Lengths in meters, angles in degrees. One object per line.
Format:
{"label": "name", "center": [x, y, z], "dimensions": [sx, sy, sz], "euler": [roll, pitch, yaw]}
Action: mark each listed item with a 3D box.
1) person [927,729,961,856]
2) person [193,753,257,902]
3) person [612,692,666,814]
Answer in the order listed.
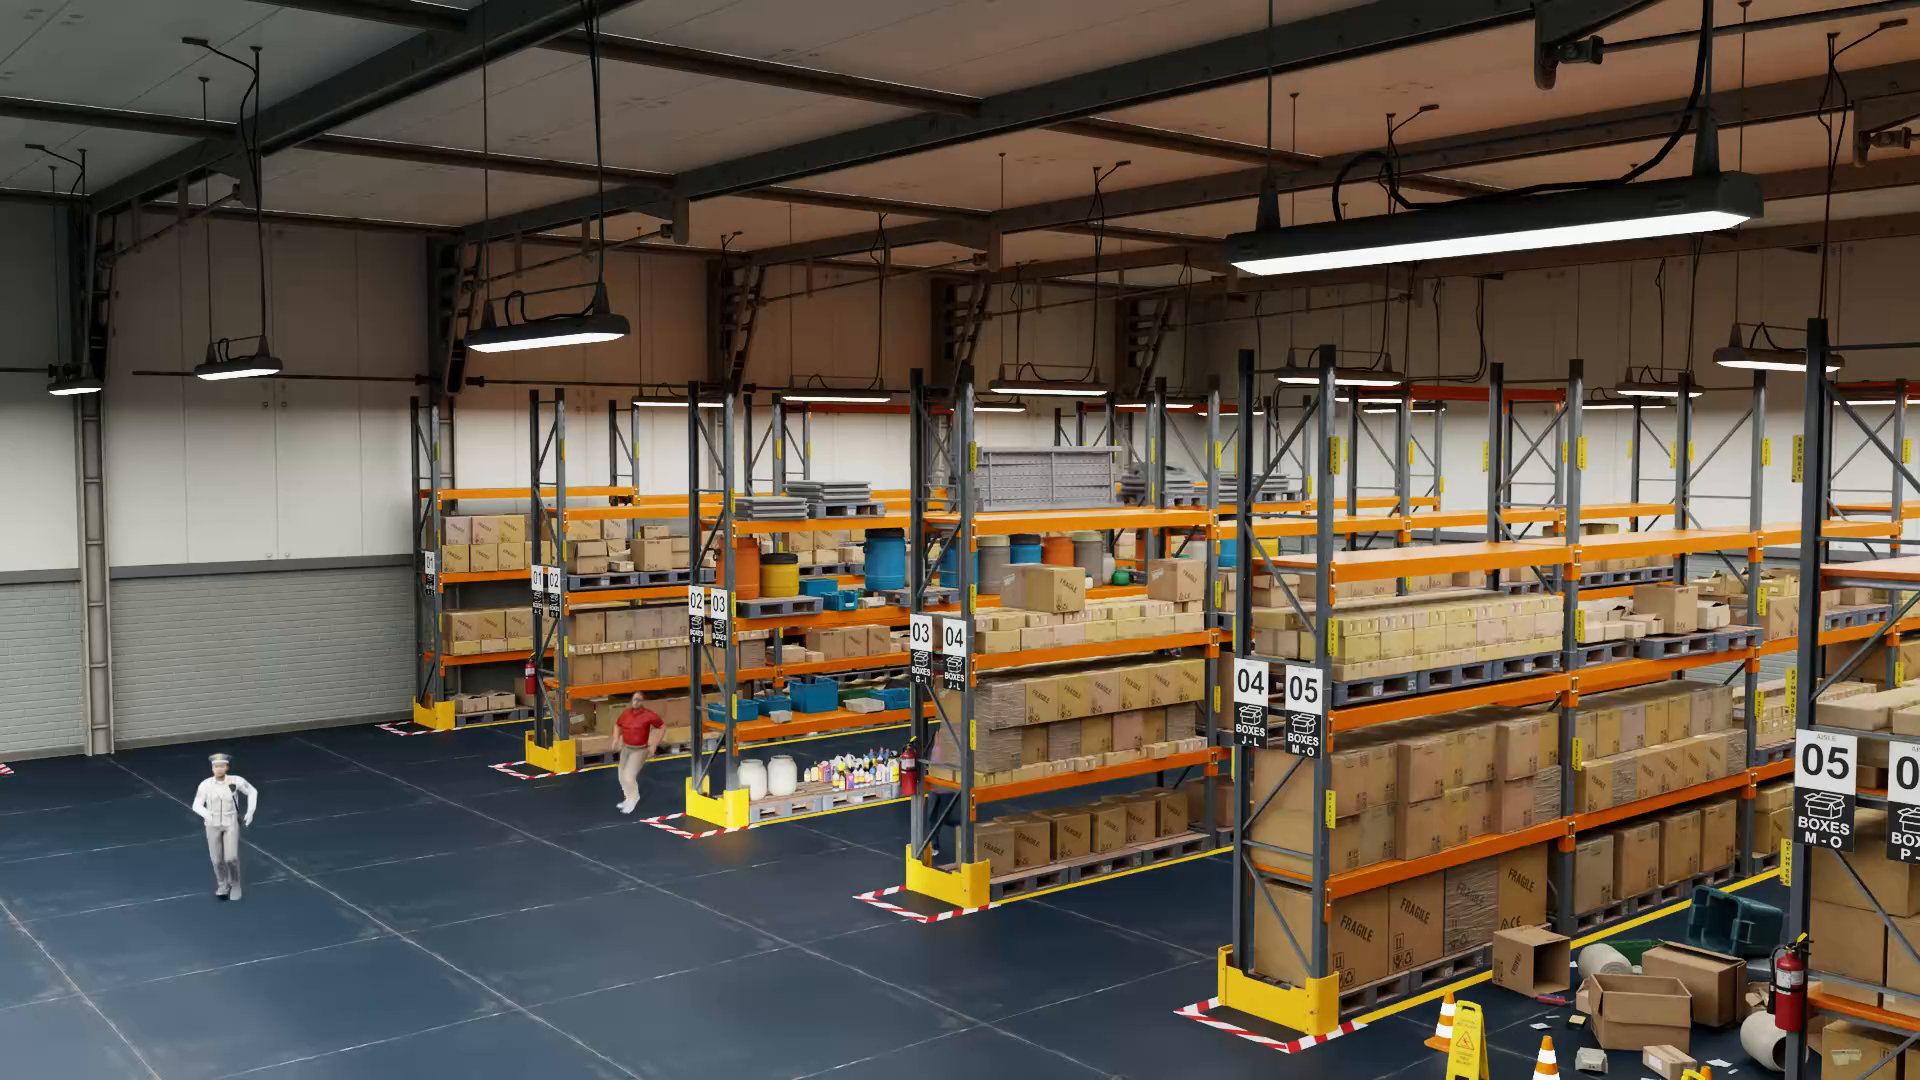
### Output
{"label": "person", "center": [-0.196, 3.148, 20.761], "dimensions": [0.767, 1.580, 0.553], "euler": [-3, 4, -40]}
{"label": "person", "center": [-8.251, 3.231, 18.655], "dimensions": [0.643, 1.708, 0.660], "euler": [-1, 4, -16]}
{"label": "person", "center": [-4.520, 2.969, 23.164], "dimensions": [0.722, 1.714, 0.636], "euler": [1, 4, 23]}
